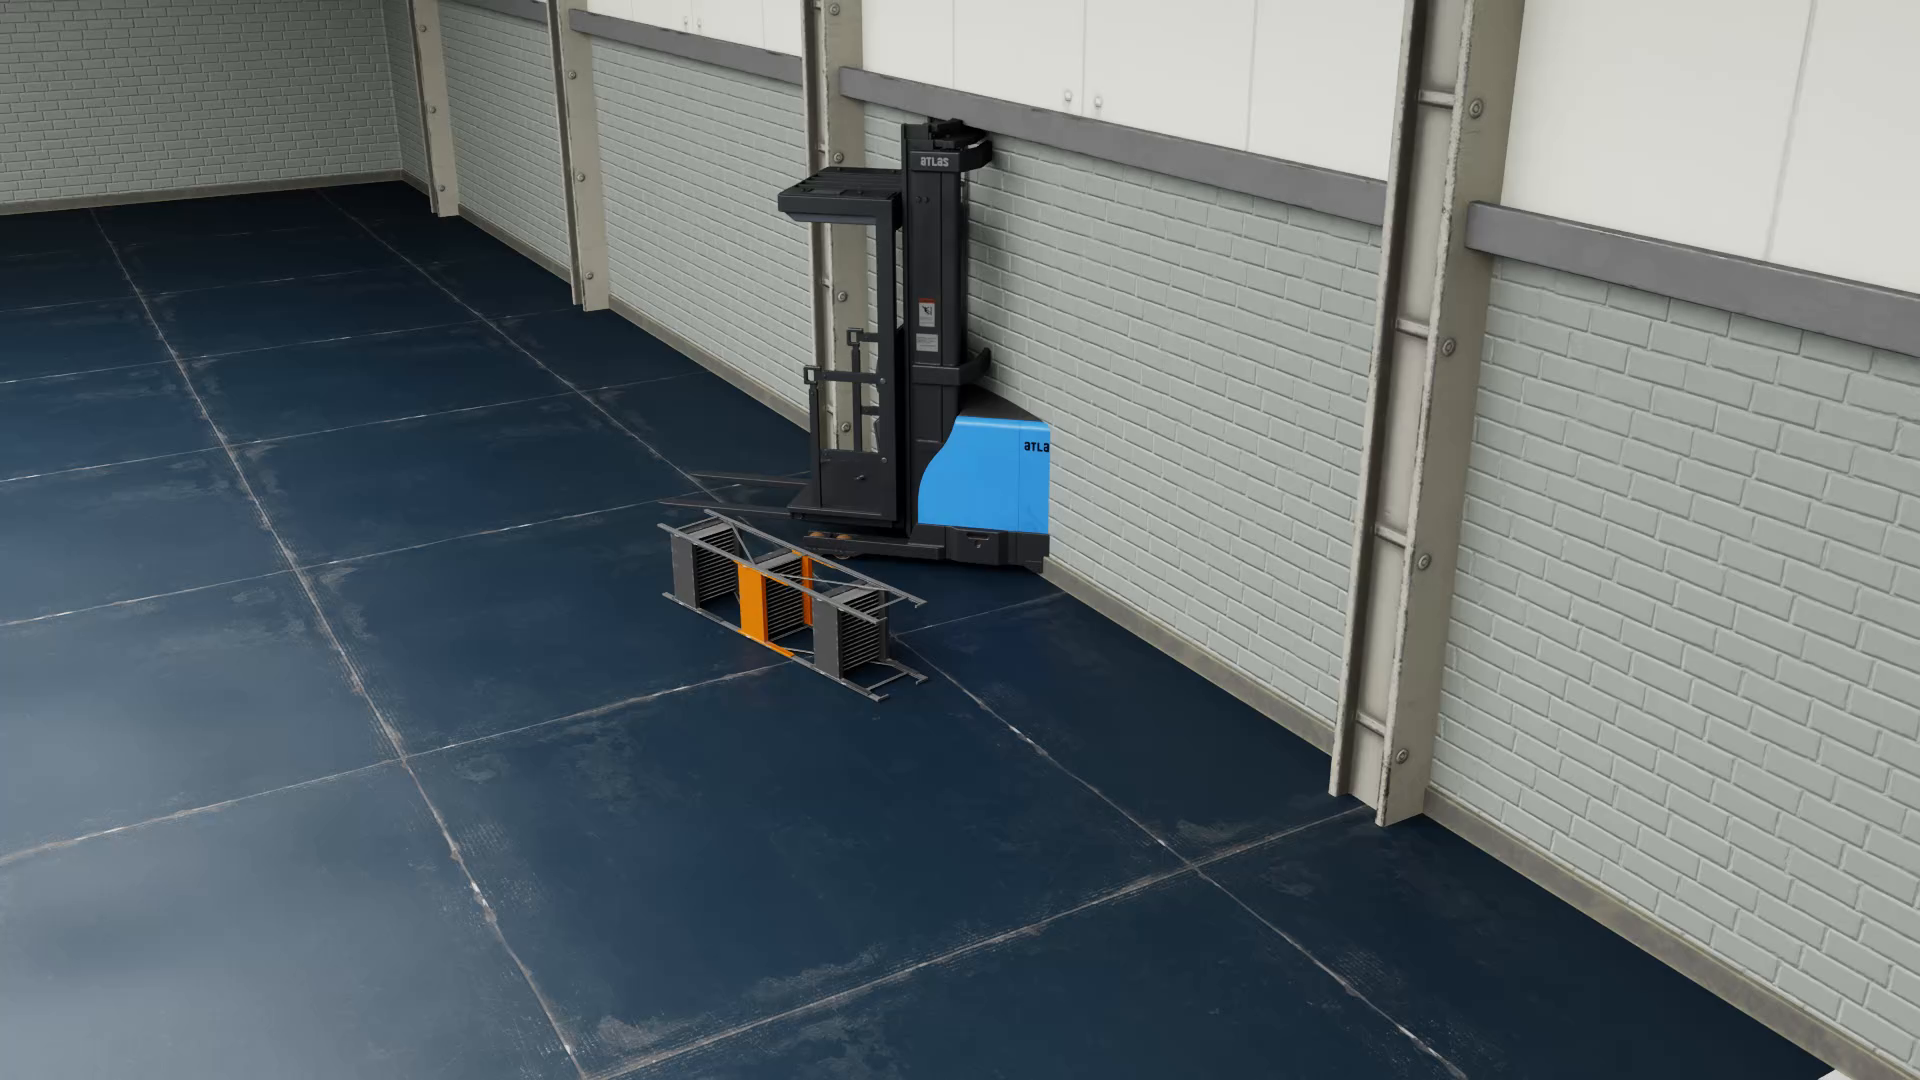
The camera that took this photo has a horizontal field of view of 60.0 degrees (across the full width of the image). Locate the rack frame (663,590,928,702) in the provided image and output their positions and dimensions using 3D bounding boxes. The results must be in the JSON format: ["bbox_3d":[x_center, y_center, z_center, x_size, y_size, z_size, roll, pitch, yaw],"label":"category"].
[{"bbox_3d":[-1.067,0.586,10.332,0.400,0.015,2.100,-20,30,-41],"label":"rack frame"}]

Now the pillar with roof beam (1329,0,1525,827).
[{"bbox_3d":[-1.565,-2.002,4.787,9.100,9.000,0.400,-13,25,-28],"label":"pillar with roof beam"}]

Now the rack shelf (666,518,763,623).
[{"bbox_3d":[-1.550,0.176,10.692,0.431,0.480,0.518,-20,30,-41],"label":"rack shelf"}]

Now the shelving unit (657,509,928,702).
[{"bbox_3d":[-1.067,0.360,10.240,0.431,0.503,2.100,-20,30,-41],"label":"shelving unit"}]

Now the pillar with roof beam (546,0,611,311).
[{"bbox_3d":[-7.694,-5.887,14.344,9.100,9.000,0.400,-13,25,-28],"label":"pillar with roof beam"}]

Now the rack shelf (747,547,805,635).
[{"bbox_3d":[-1.154,0.327,10.321,0.368,0.457,0.174,-20,30,-41],"label":"rack shelf"}]

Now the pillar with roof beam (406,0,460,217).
[{"bbox_3d":[-10.759,-7.829,19.123,9.100,9.000,0.400,-13,25,-28],"label":"pillar with roof beam"}]

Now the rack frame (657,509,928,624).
[{"bbox_3d":[-1.067,0.134,10.148,0.400,0.015,2.100,-20,30,-41],"label":"rack frame"}]

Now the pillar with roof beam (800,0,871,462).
[{"bbox_3d":[-4.629,-3.945,9.566,9.100,9.000,0.400,-13,25,-28],"label":"pillar with roof beam"}]

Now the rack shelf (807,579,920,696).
[{"bbox_3d":[-0.565,0.551,9.770,0.431,0.480,0.518,-20,30,-41],"label":"rack shelf"}]

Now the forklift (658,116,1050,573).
[{"bbox_3d":[-0.607,-1.412,11.392,3.031,2.935,1.130,5,23,12],"label":"forklift"}]
